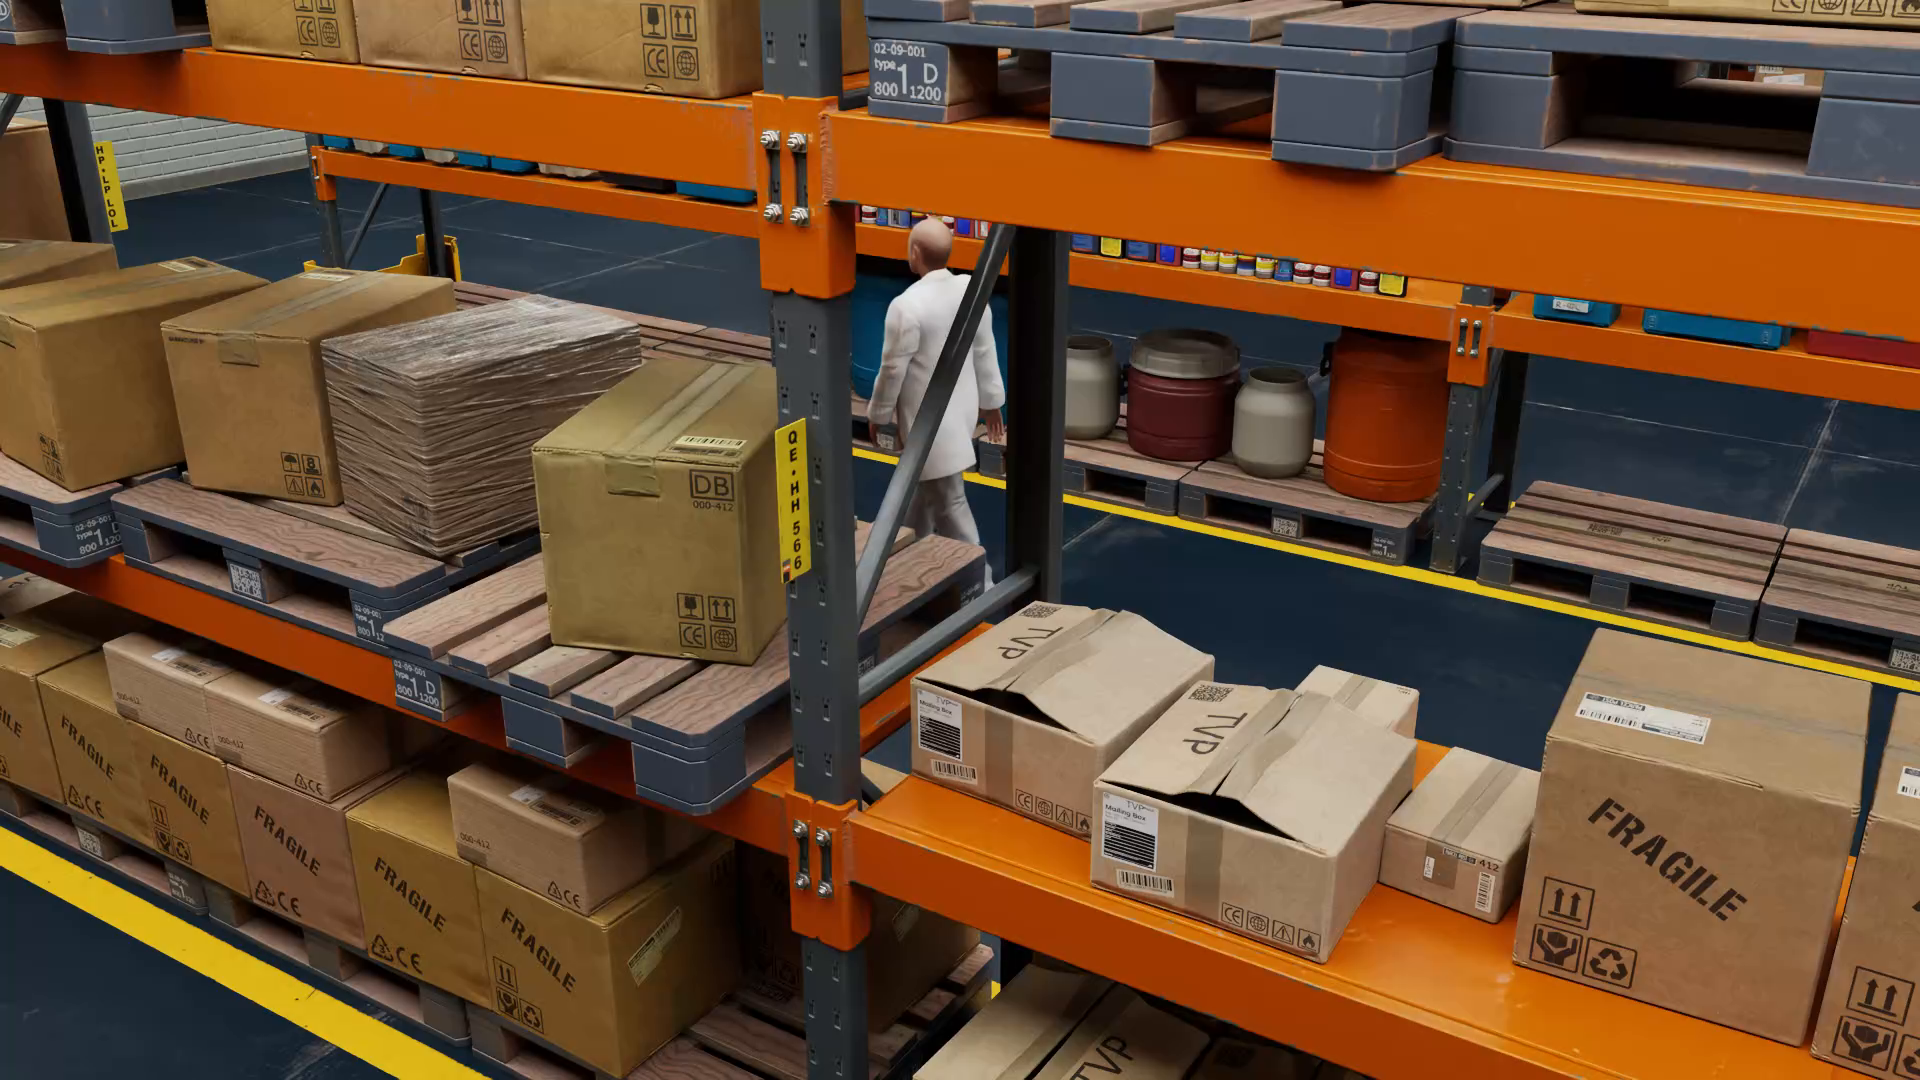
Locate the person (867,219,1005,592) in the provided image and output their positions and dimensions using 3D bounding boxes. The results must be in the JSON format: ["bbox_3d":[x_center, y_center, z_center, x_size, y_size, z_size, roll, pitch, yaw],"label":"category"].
[{"bbox_3d":[-0.179,-0.568,7.429,0.843,1.767,0.610,17,28,35],"label":"person"}]
